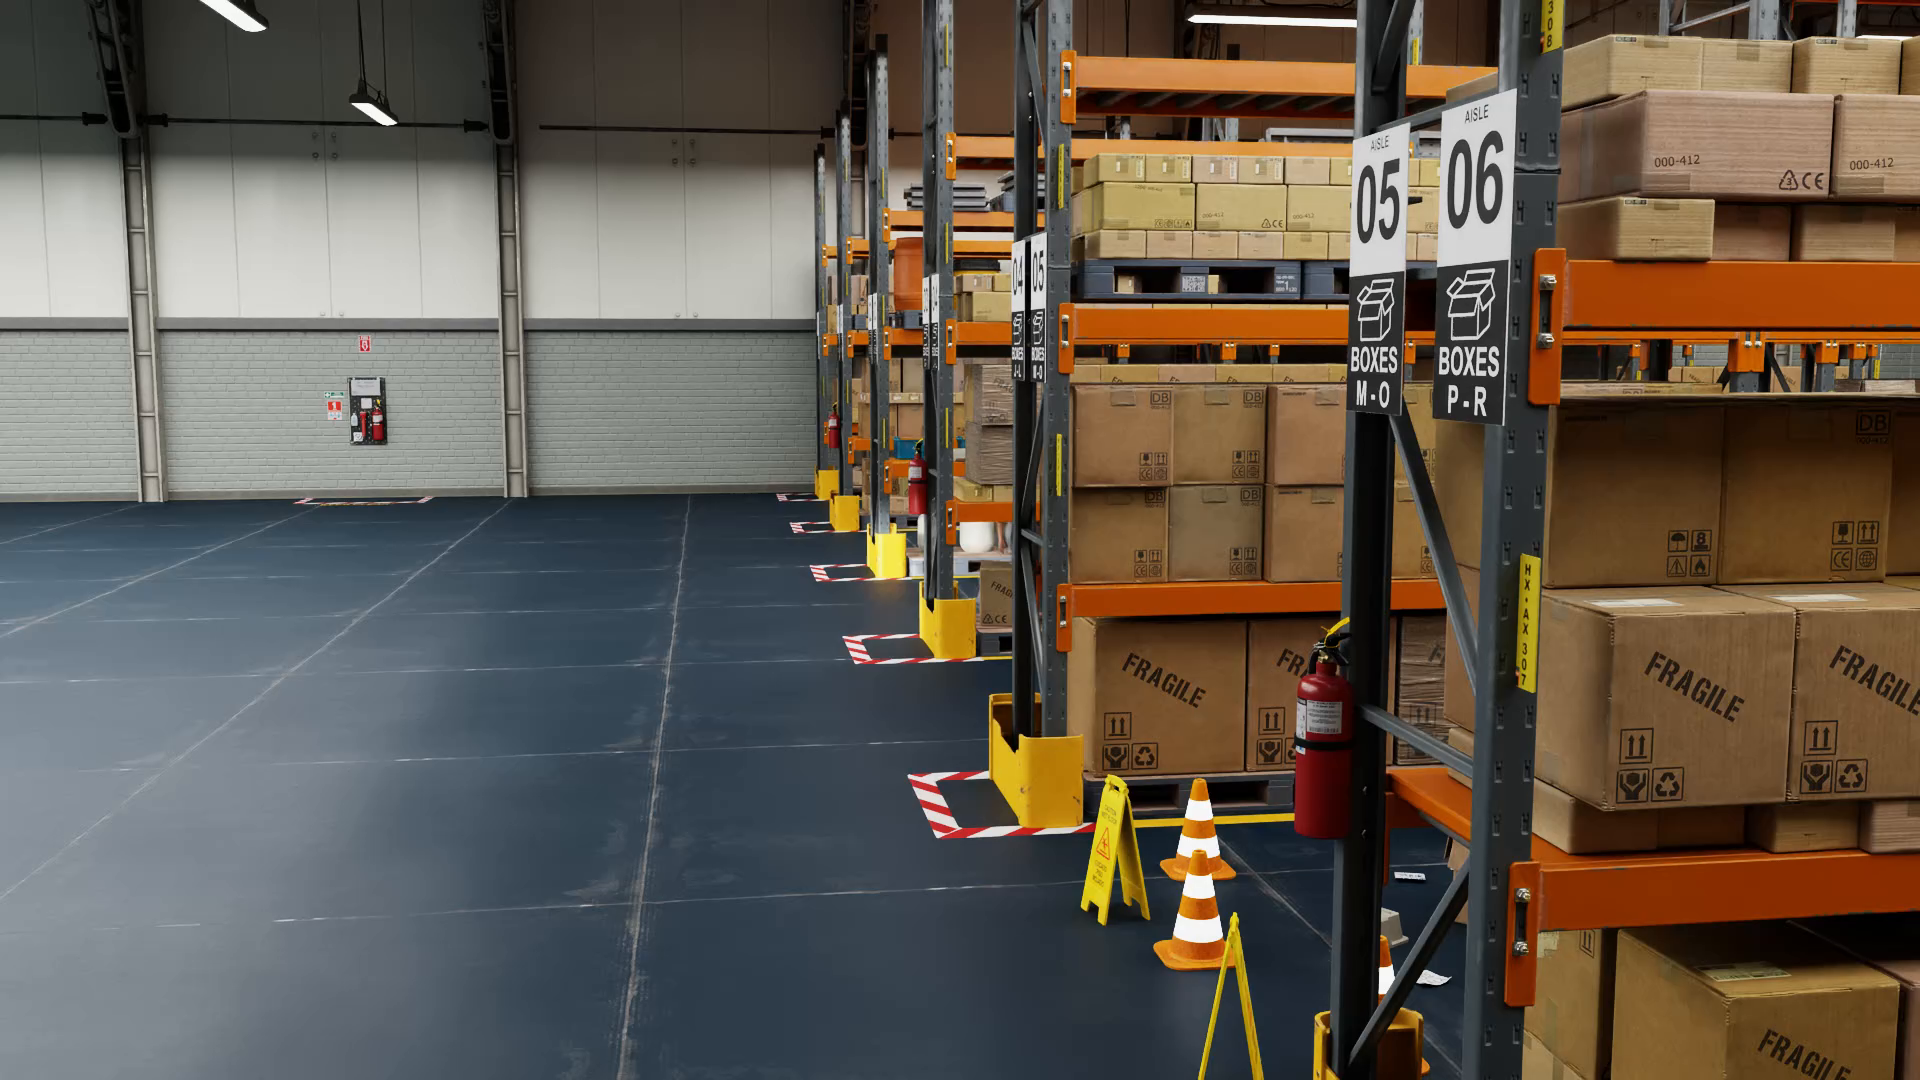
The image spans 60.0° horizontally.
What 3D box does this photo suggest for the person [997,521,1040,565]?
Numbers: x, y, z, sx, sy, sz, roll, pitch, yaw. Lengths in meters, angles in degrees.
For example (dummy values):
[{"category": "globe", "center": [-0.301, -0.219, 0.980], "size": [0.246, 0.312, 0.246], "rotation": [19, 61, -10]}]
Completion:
[{"category": "person", "center": [0.622, -0.102, 16.654], "size": [0.427, 1.541, 0.958], "rotation": [1, 7, 12]}]
